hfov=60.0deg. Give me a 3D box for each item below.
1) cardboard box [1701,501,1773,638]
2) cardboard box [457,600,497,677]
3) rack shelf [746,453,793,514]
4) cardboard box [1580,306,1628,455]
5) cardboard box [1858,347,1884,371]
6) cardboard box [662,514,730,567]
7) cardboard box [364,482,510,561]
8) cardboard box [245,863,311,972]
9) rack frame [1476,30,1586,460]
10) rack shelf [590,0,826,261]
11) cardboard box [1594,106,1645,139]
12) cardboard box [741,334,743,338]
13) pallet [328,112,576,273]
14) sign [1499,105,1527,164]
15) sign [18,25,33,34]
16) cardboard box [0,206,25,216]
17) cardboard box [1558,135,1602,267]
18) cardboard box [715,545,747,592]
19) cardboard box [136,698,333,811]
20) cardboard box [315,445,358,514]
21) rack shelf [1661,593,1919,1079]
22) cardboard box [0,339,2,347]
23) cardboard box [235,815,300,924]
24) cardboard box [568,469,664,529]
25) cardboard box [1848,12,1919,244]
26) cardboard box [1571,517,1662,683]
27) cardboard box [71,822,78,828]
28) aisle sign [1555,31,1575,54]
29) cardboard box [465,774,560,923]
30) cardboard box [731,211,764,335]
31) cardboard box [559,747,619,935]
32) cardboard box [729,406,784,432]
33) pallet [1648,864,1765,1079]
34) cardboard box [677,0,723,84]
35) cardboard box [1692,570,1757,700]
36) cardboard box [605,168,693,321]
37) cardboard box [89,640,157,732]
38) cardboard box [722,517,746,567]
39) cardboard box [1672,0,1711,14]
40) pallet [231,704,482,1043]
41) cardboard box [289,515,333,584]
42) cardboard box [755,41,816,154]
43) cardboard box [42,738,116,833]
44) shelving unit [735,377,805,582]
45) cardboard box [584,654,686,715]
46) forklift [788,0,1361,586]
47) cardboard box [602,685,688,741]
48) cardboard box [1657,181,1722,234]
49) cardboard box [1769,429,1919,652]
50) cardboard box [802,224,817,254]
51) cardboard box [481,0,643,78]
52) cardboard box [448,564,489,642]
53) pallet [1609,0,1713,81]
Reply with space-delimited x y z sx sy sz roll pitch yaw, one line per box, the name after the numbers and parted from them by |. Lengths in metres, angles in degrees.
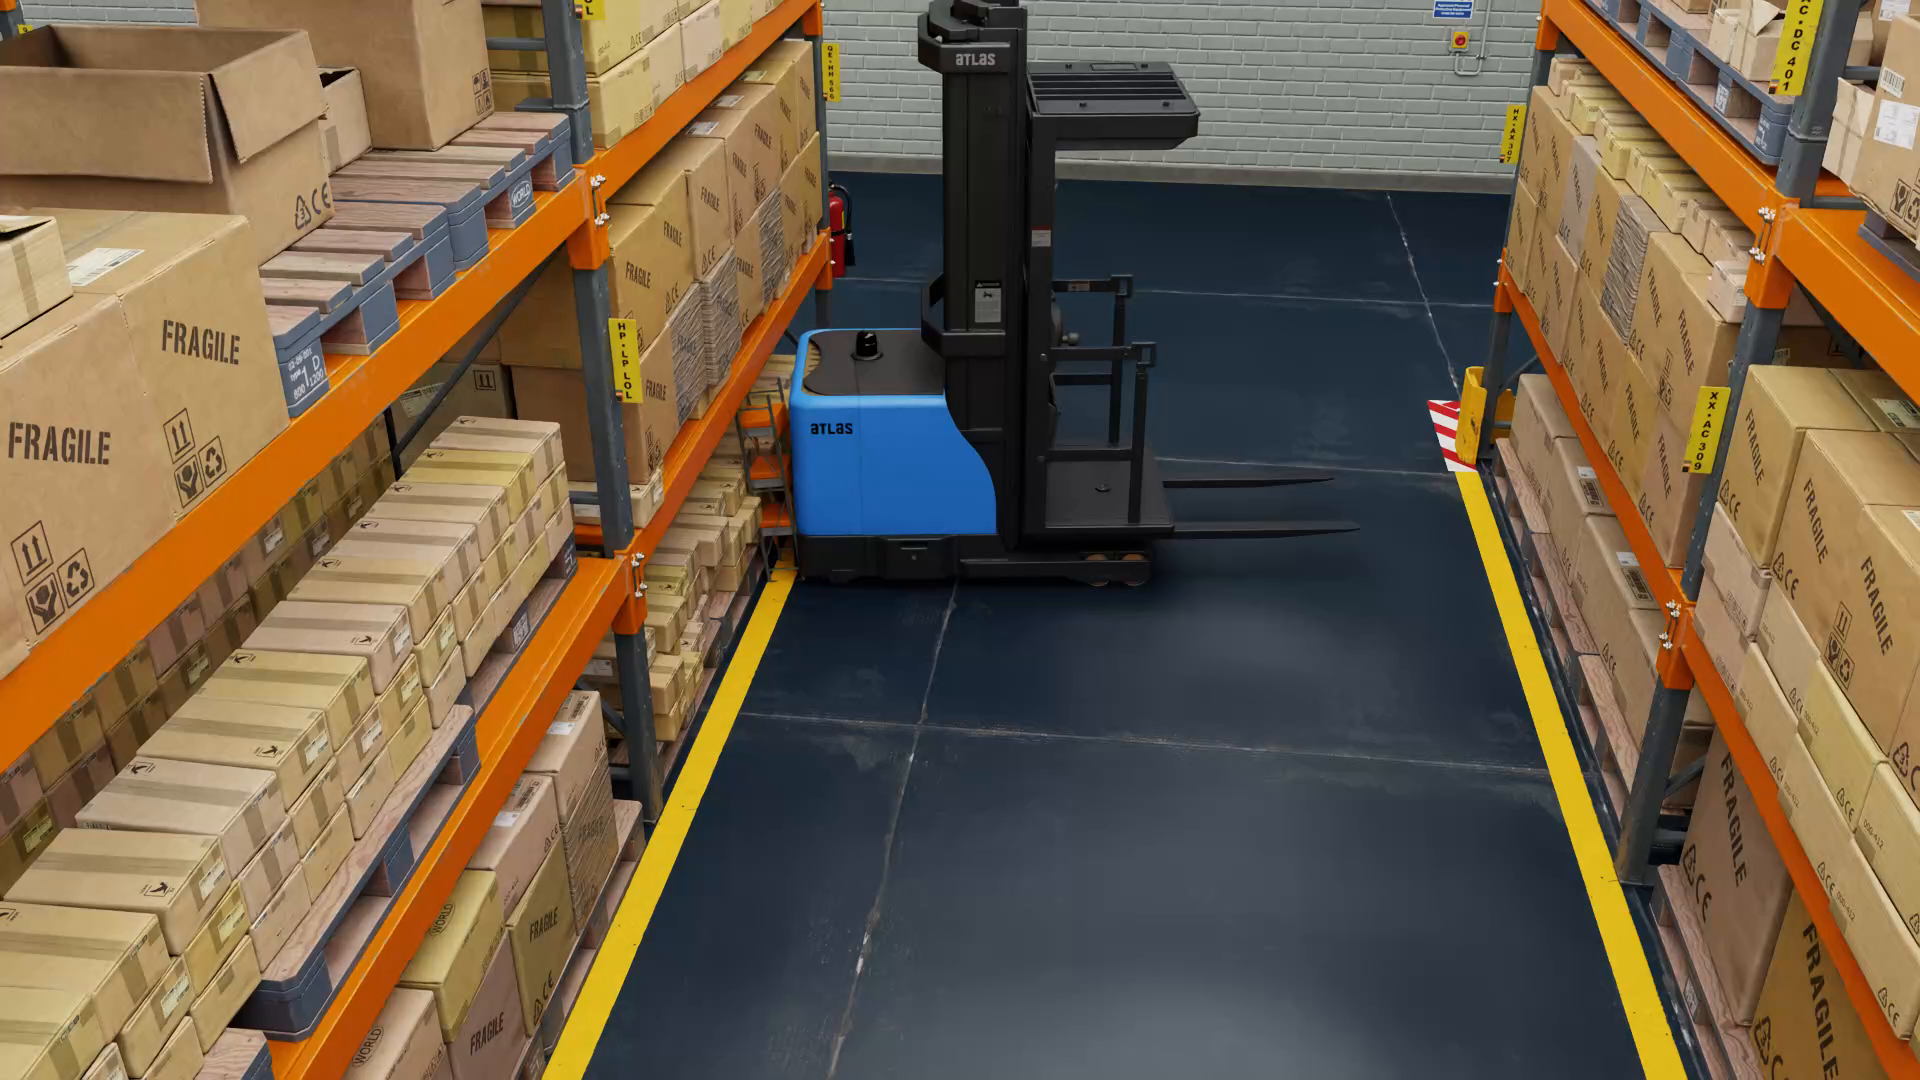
2.819 0.102 5.528 0.500 0.250 0.500 3 28 5 | cardboard box
-1.720 0.307 5.339 0.380 0.149 0.250 2 28 4 | cardboard box
-0.968 -0.298 8.686 0.215 0.259 0.240 -4 26 10 | rack shelf
3.060 -0.691 7.265 0.500 0.500 0.500 3 28 5 | cardboard box
3.451 -0.629 6.094 0.500 0.500 0.500 4 29 7 | cardboard box
-1.329 -0.003 8.030 0.380 0.149 0.250 4 29 7 | cardboard box
-1.694 -0.062 5.398 0.380 0.149 0.250 2 28 5 | cardboard box
-1.880 0.929 4.184 0.380 0.149 0.250 4 29 8 | cardboard box
3.643 -1.817 9.460 1.000 3.000 0.127 3 28 6 | rack frame
-1.528 -2.120 7.618 1.077 0.370 4.000 3 28 6 | rack shelf
3.223 -1.941 7.847 0.380 0.149 0.250 4 29 7 | cardboard box
-1.304 -1.050 8.301 0.380 0.149 0.250 4 29 7 | cardboard box
-1.954 -1.128 5.216 1.213 0.211 1.003 3 28 6 | pallet
3.093 -2.268 9.301 0.100 0.325 0.005 3 28 6 | sign
-5.656 -2.969 10.128 0.100 0.325 0.005 3 28 6 | sign
-2.331 -0.411 3.582 0.500 0.500 0.500 3 28 6 | cardboard box
3.189 -1.606 7.908 0.500 0.500 0.500 3 28 6 | cardboard box
-1.290 0.130 8.409 0.380 0.149 0.250 3 28 5 | cardboard box
-1.854 0.547 4.266 0.380 0.149 0.250 4 29 8 | cardboard box
-2.305 -0.220 5.691 0.380 0.149 0.250 4 29 8 | cardboard box
2.907 1.324 4.388 1.077 0.370 4.000 3 28 6 | rack shelf
-1.876 -0.410 2.774 0.396 0.266 0.258 3 28 6 | cardboard box
-1.882 0.798 4.115 0.380 0.149 0.250 3 28 6 | cardboard box
-1.413 -0.178 6.683 0.380 0.149 0.250 4 29 8 | cardboard box
2.757 -1.086 4.392 0.500 0.500 0.500 3 28 5 | cardboard box
3.445 0.298 7.793 0.875 0.438 0.875 3 28 5 | cardboard box
-2.496 0.772 4.477 0.380 0.149 0.250 4 29 8 | cardboard box
3.364 -3.012 8.938 0.394 0.787 0.004 3 28 6 | aisle sign
-1.689 1.018 5.601 0.500 0.250 0.500 5 29 9 | cardboard box
-1.274 -1.290 8.063 0.500 0.500 0.500 5 29 9 | cardboard box
-1.613 1.104 6.230 0.500 0.500 0.500 3 28 5 | cardboard box
-1.184 -0.623 9.179 0.380 0.149 0.250 2 28 4 | cardboard box
3.133 1.661 5.944 1.003 0.211 1.213 3 28 6 | pallet
-1.318 -2.112 7.003 0.500 0.250 0.500 5 29 8 | cardboard box
2.837 0.324 5.645 0.500 0.250 0.500 3 28 5 | cardboard box
-1.427 -1.233 6.902 0.500 0.500 0.500 3 28 5 | cardboard box
-2.464 0.384 4.569 0.380 0.149 0.250 4 29 8 | cardboard box
-1.288 0.002 8.334 0.380 0.149 0.250 3 28 6 | cardboard box
3.247 -2.470 6.857 0.500 0.500 0.500 4 29 7 | cardboard box
-2.061 0.859 4.696 1.003 0.211 1.213 3 28 6 | pallet
-2.338 0.023 5.554 0.380 0.149 0.250 4 29 7 | cardboard box
-1.092 -2.443 9.148 0.500 0.500 0.500 3 28 5 | cardboard box
-2.498 0.637 4.414 0.380 0.149 0.250 4 29 7 | cardboard box
-0.970 -0.307 8.681 0.215 1.050 0.252 -4 26 10 | shelving unit
-1.411 0.613 7.199 0.380 0.149 0.250 5 29 9 | cardboard box
0.628 -1.298 8.568 3.031 2.935 1.130 -1 28 -1 | forklift
-1.409 0.743 7.271 0.380 0.149 0.250 2 28 4 | cardboard box
3.063 -1.342 6.735 0.380 0.149 0.250 3 28 6 | cardboard box
2.778 0.013 4.904 0.500 0.500 0.500 3 28 6 | cardboard box
-1.042 -1.777 9.650 0.380 0.149 0.250 3 28 6 | cardboard box
-1.476 -1.862 6.011 0.500 0.250 0.500 4 29 8 | cardboard box
-1.719 0.189 5.245 0.380 0.149 0.250 2 28 5 | cardboard box
3.415 -2.173 7.052 1.003 0.211 1.213 3 28 6 | pallet
